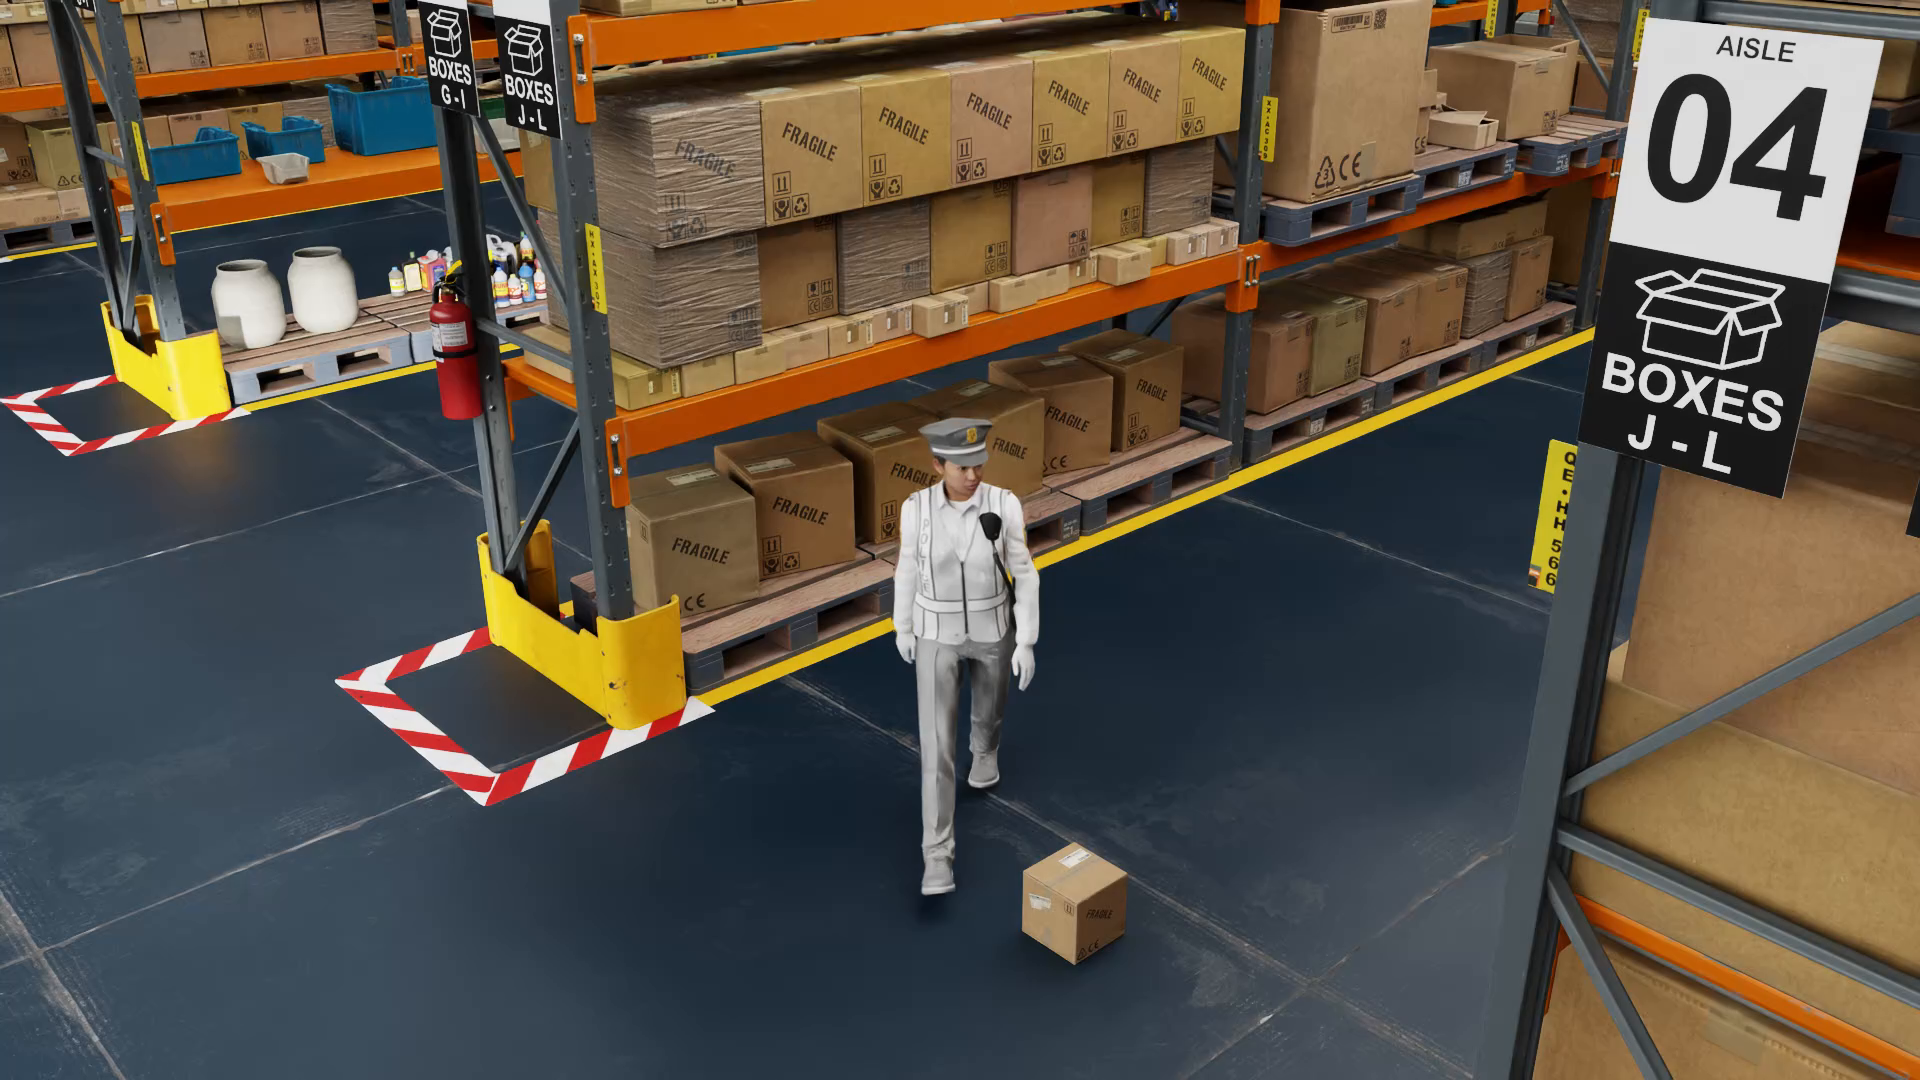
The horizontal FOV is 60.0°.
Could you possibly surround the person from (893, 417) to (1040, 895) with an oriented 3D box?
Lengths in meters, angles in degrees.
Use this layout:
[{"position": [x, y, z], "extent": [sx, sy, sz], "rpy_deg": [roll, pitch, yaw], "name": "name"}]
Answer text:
[{"position": [0.031, 0.355, 5.833], "extent": [0.510, 1.609, 1.019], "rpy_deg": [-2, 25, -5], "name": "person"}]
